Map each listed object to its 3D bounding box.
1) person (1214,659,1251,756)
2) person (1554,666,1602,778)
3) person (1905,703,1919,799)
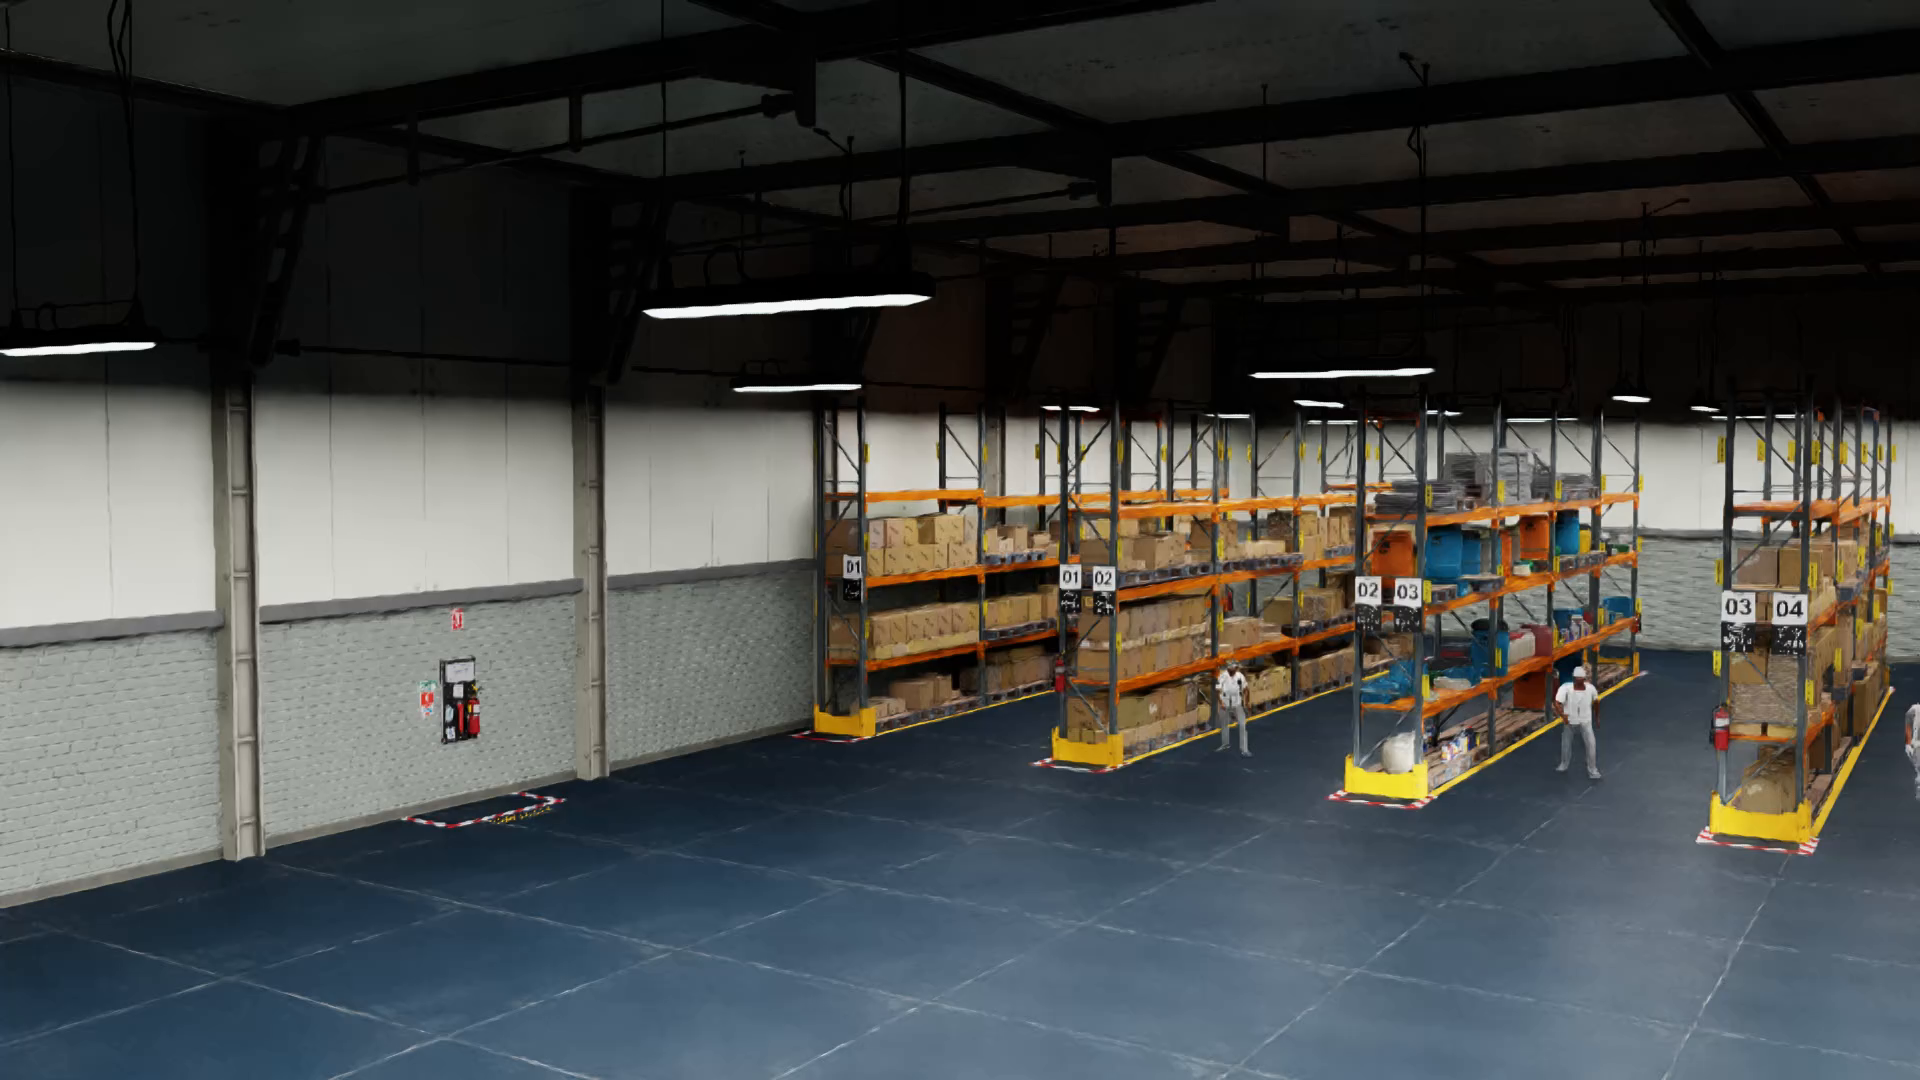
[{"bbox_3d":[4.532,2.744,27.578,0.616,1.615,0.776,1,3,13],"label":"person"},{"bbox_3d":[9.564,2.794,25.771,0.694,1.705,0.840,1,3,15],"label":"person"},{"bbox_3d":[13.636,2.900,23.461,0.553,1.709,1.123,2,4,35],"label":"person"}]
